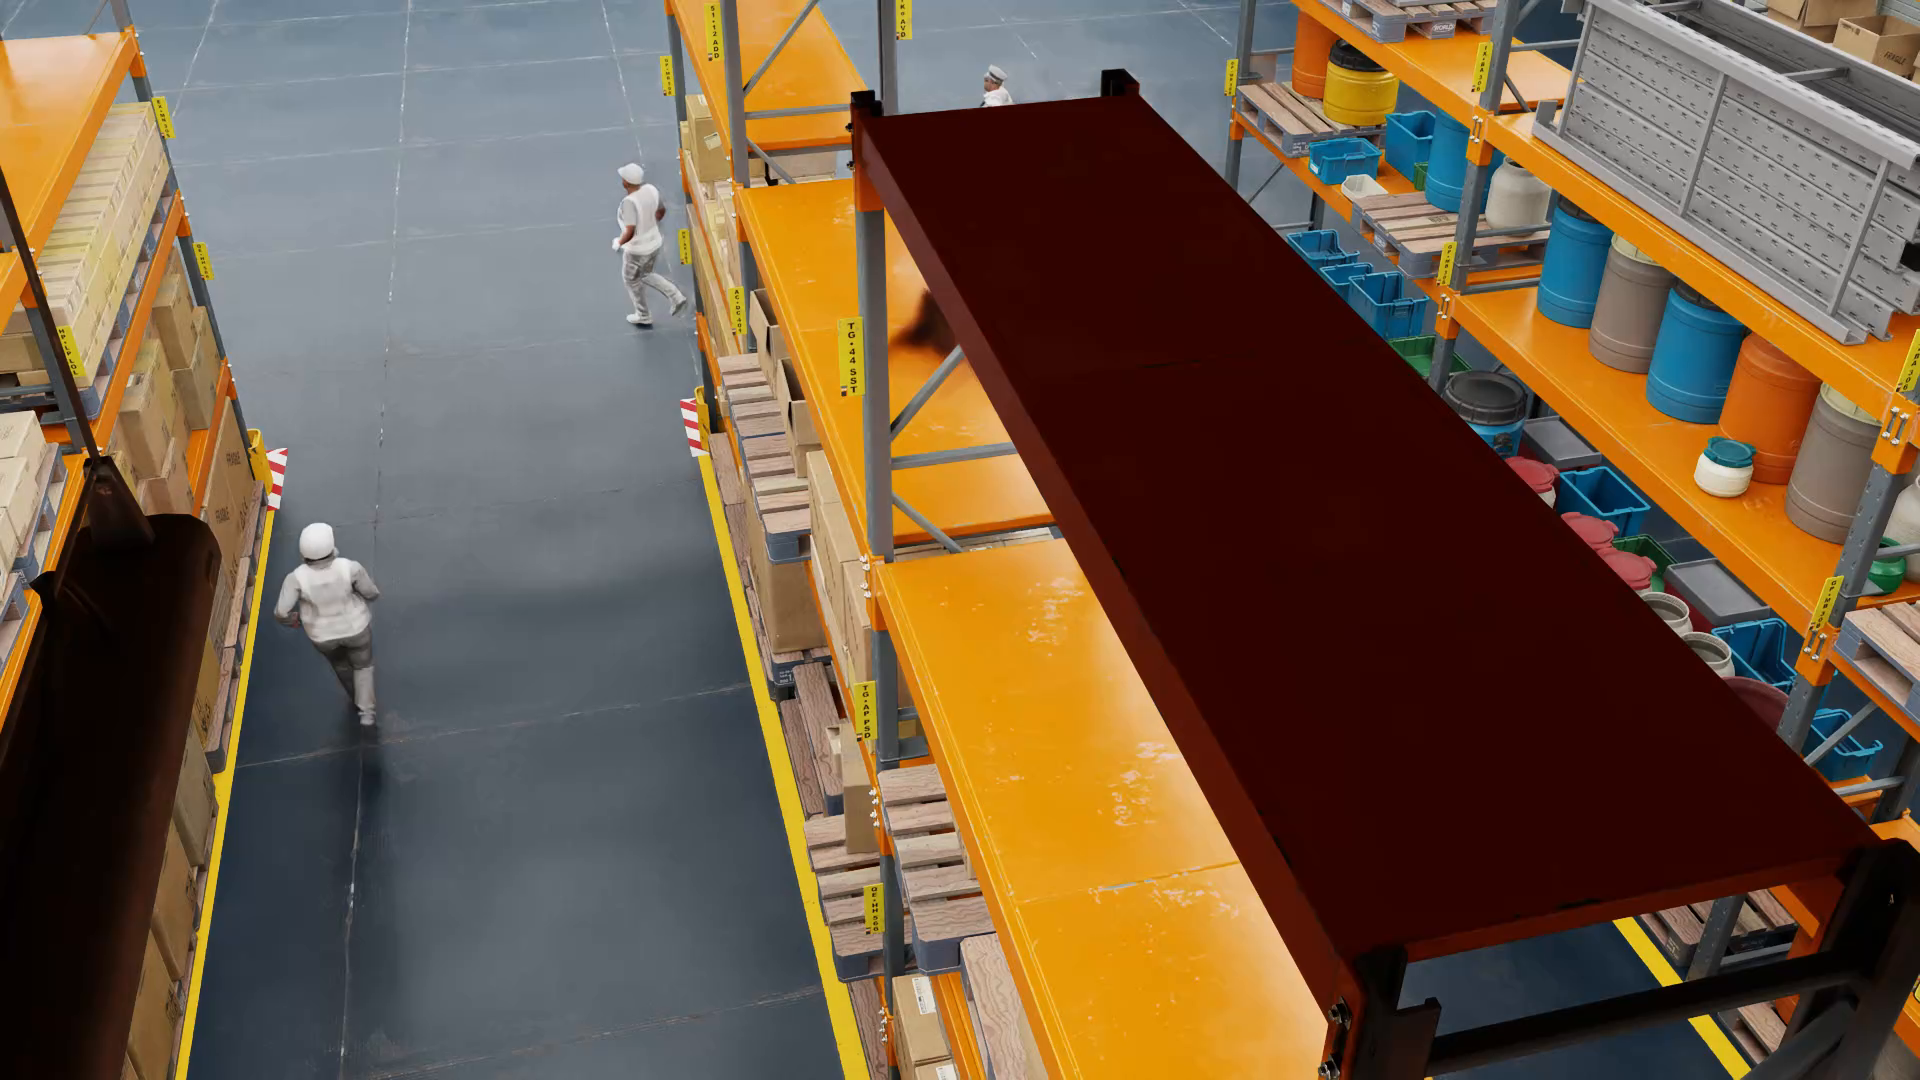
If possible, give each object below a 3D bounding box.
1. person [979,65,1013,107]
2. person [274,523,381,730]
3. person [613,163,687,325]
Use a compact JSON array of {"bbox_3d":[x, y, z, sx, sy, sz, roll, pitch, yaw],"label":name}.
[{"bbox_3d":[0.426,-4.653,19.343,0.664,1.740,0.656,8,35,11],"label":"person"},{"bbox_3d":[-4.375,0.602,11.666,0.676,1.741,0.971,-10,36,-14],"label":"person"},{"bbox_3d":[-3.192,-2.968,16.886,0.679,1.761,0.706,14,37,19],"label":"person"}]
